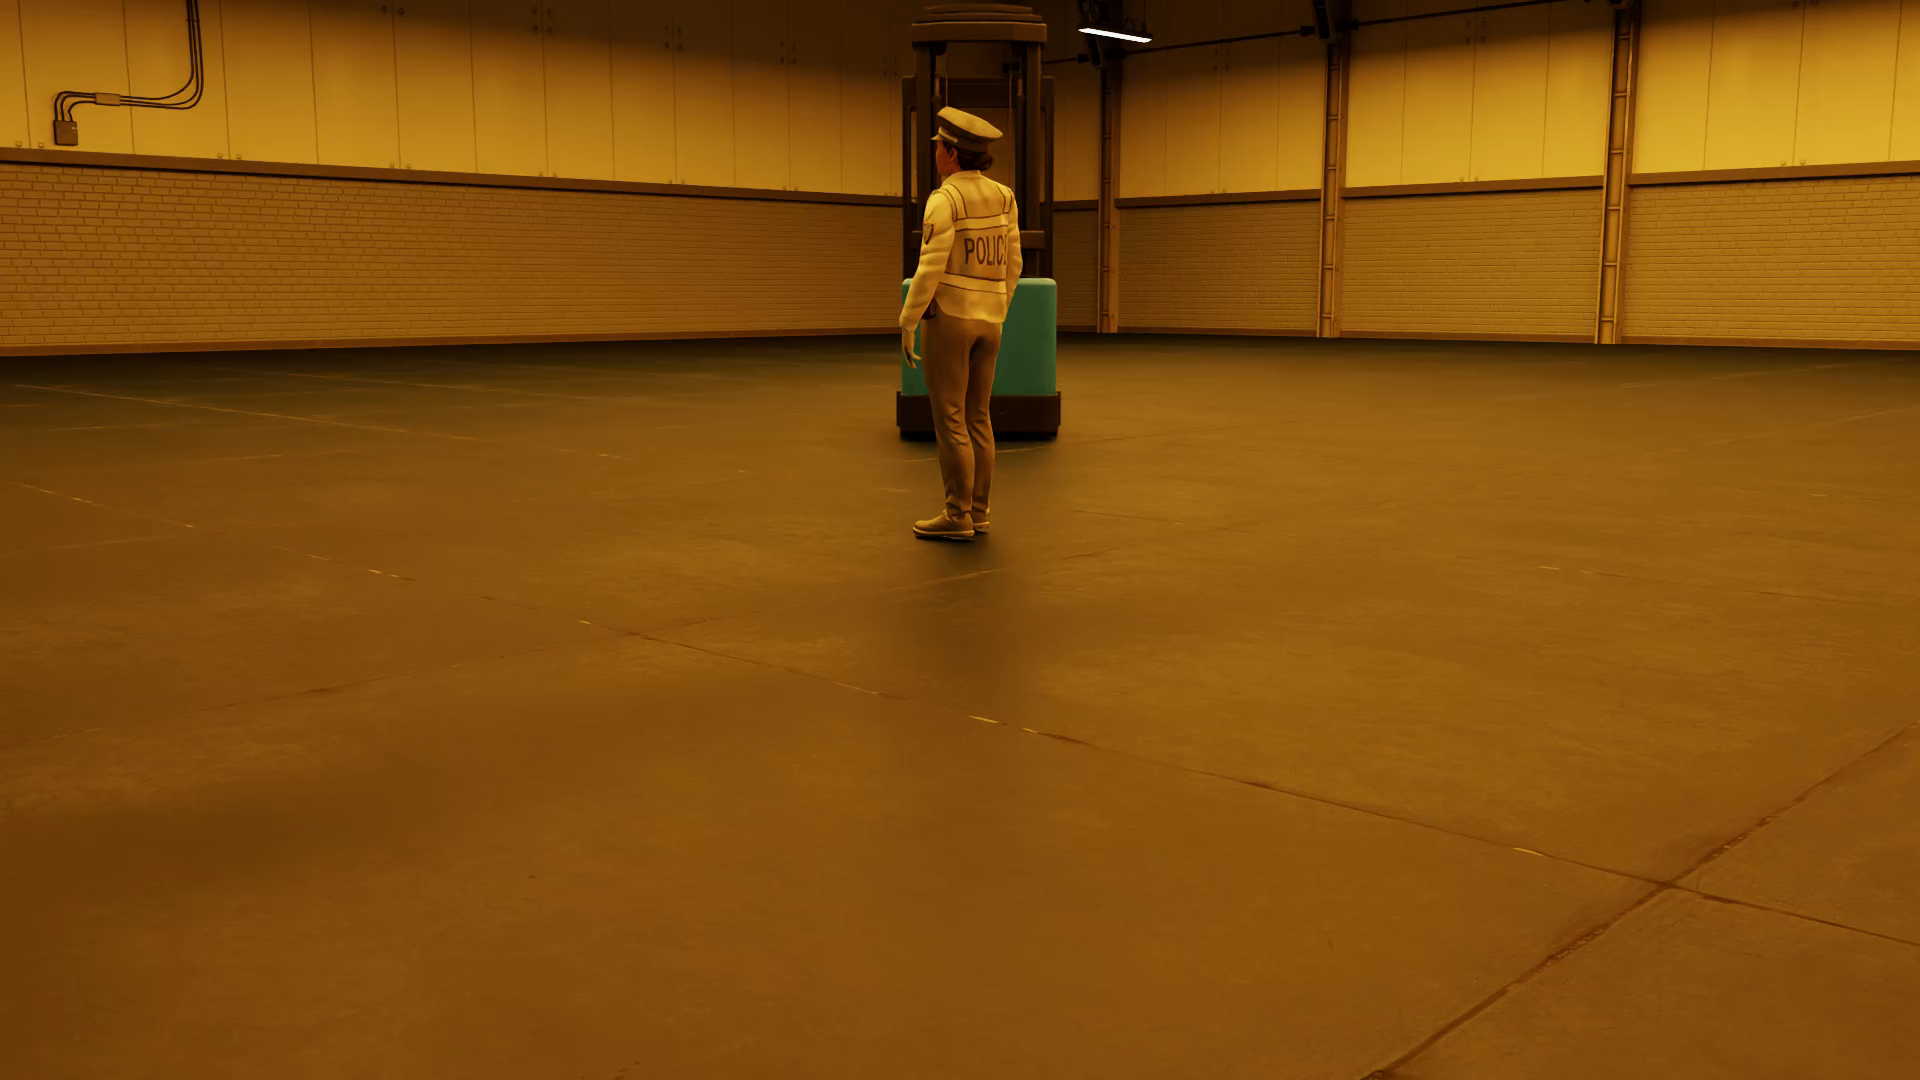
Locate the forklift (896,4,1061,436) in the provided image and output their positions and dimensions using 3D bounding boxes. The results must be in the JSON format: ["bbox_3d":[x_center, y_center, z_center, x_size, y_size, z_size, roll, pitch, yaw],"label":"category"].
[{"bbox_3d":[0.129,-2.315,12.249,1.130,2.935,3.031,0,9,0],"label":"forklift"}]

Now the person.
[{"bbox_3d":[-0.044,-0.853,6.643,0.530,1.694,0.586,8,12,43],"label":"person"}]
